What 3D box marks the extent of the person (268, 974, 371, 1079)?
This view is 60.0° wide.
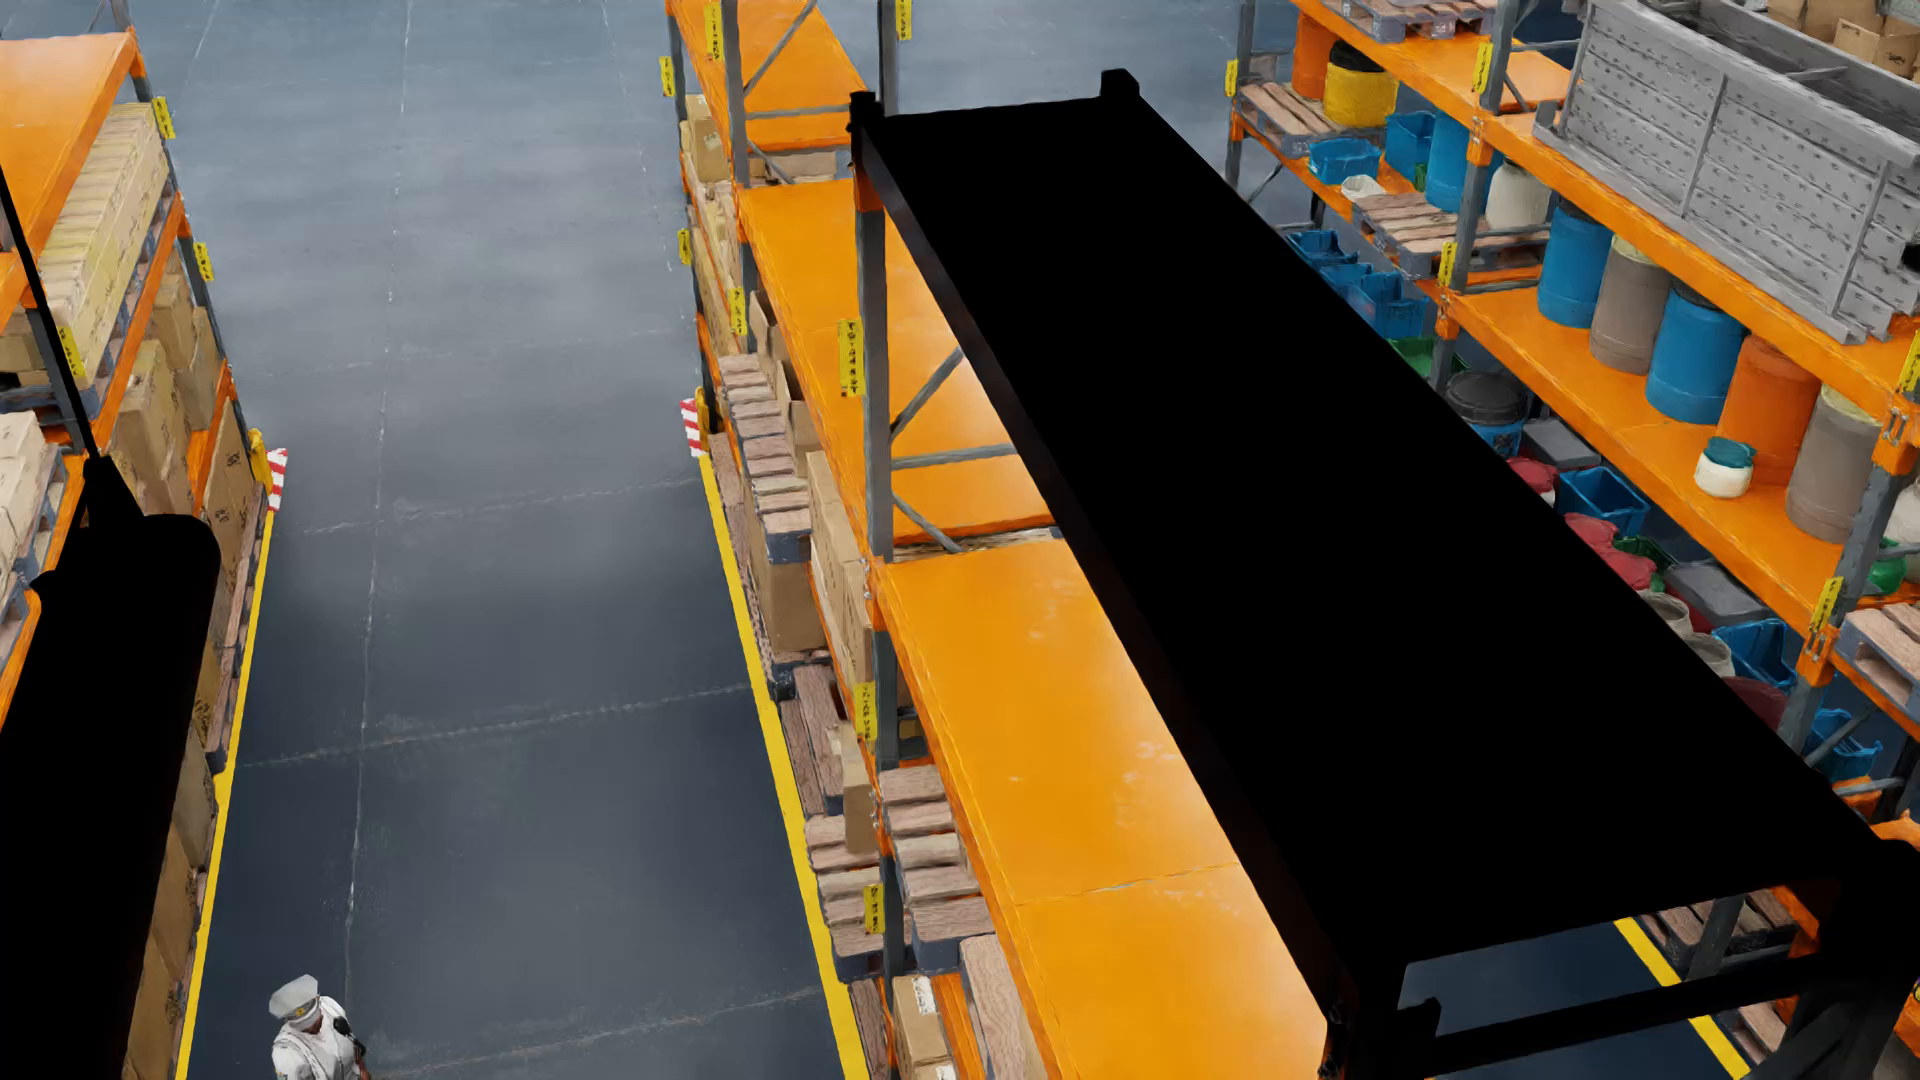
[{"bbox_3d":[-3.175,2.845,8.445,0.544,1.664,0.567,8,35,12],"label":"person"}]

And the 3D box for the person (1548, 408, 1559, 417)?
[{"bbox_3d":[5.175,-1.127,14.237,0.477,1.675,0.493,10,36,14],"label":"person"}]
